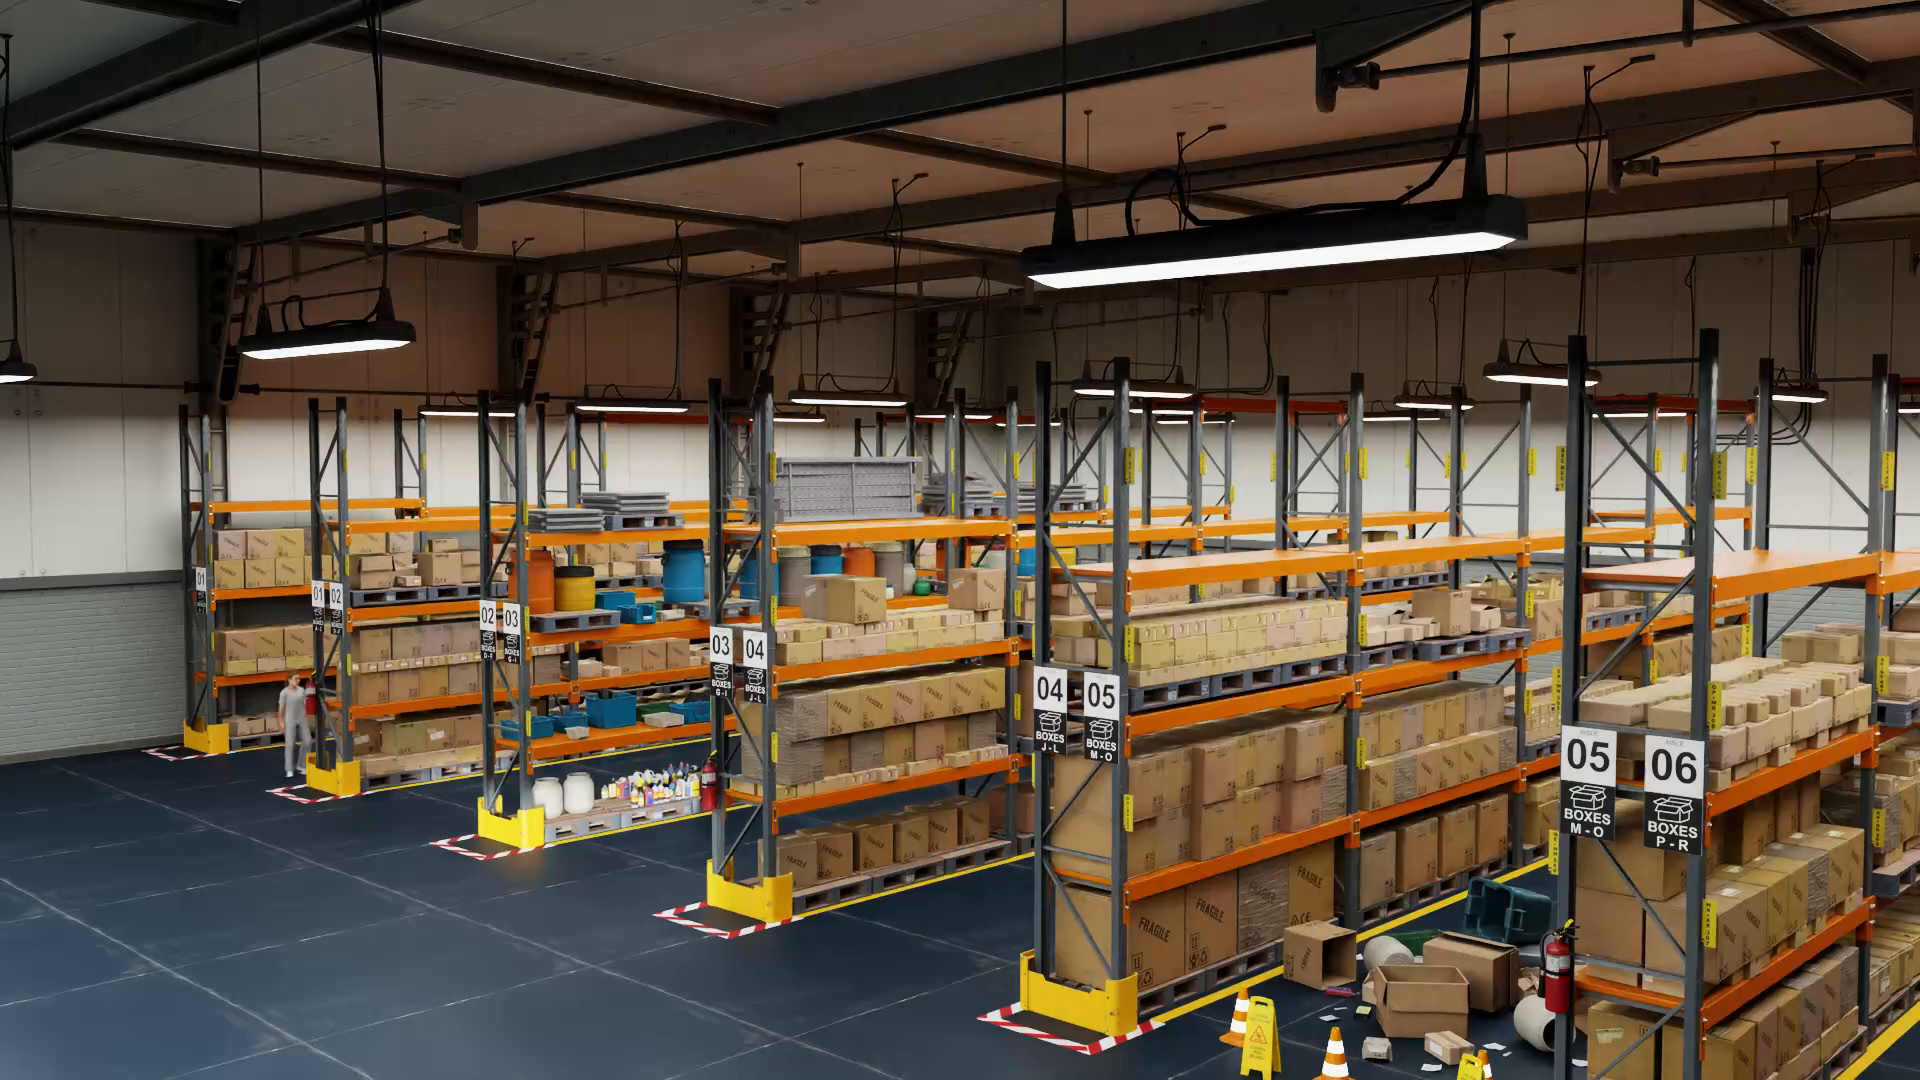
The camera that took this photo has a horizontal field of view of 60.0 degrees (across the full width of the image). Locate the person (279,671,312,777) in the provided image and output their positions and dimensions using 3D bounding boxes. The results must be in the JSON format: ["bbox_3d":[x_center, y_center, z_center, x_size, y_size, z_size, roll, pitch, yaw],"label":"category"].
[{"bbox_3d":[-10.660,2.956,26.625,0.374,1.733,0.497,2,4,39],"label":"person"}]
